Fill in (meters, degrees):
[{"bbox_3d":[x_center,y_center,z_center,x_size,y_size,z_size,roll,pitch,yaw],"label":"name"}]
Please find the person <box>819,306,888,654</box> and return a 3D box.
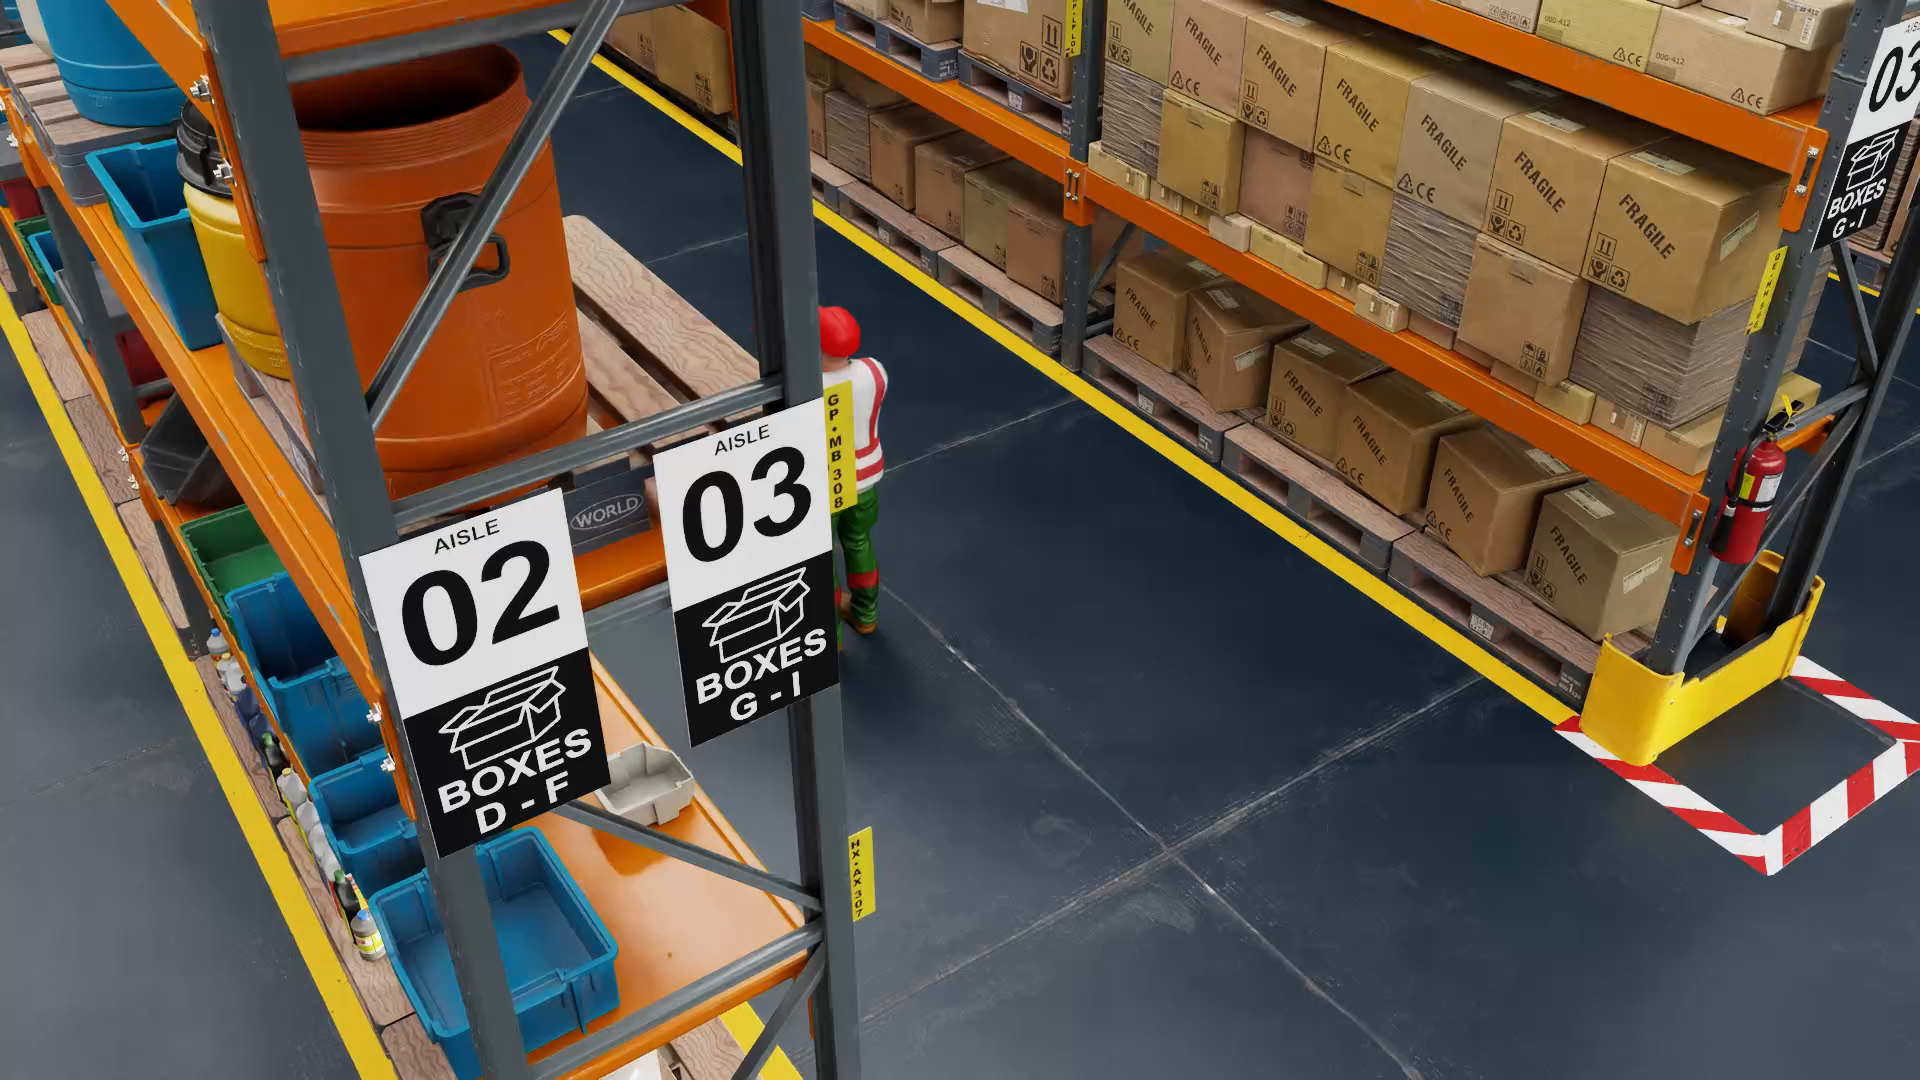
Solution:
[{"bbox_3d":[-0.606,-0.309,7.413,0.493,1.782,0.572,-22,42,-27],"label":"person"}]
